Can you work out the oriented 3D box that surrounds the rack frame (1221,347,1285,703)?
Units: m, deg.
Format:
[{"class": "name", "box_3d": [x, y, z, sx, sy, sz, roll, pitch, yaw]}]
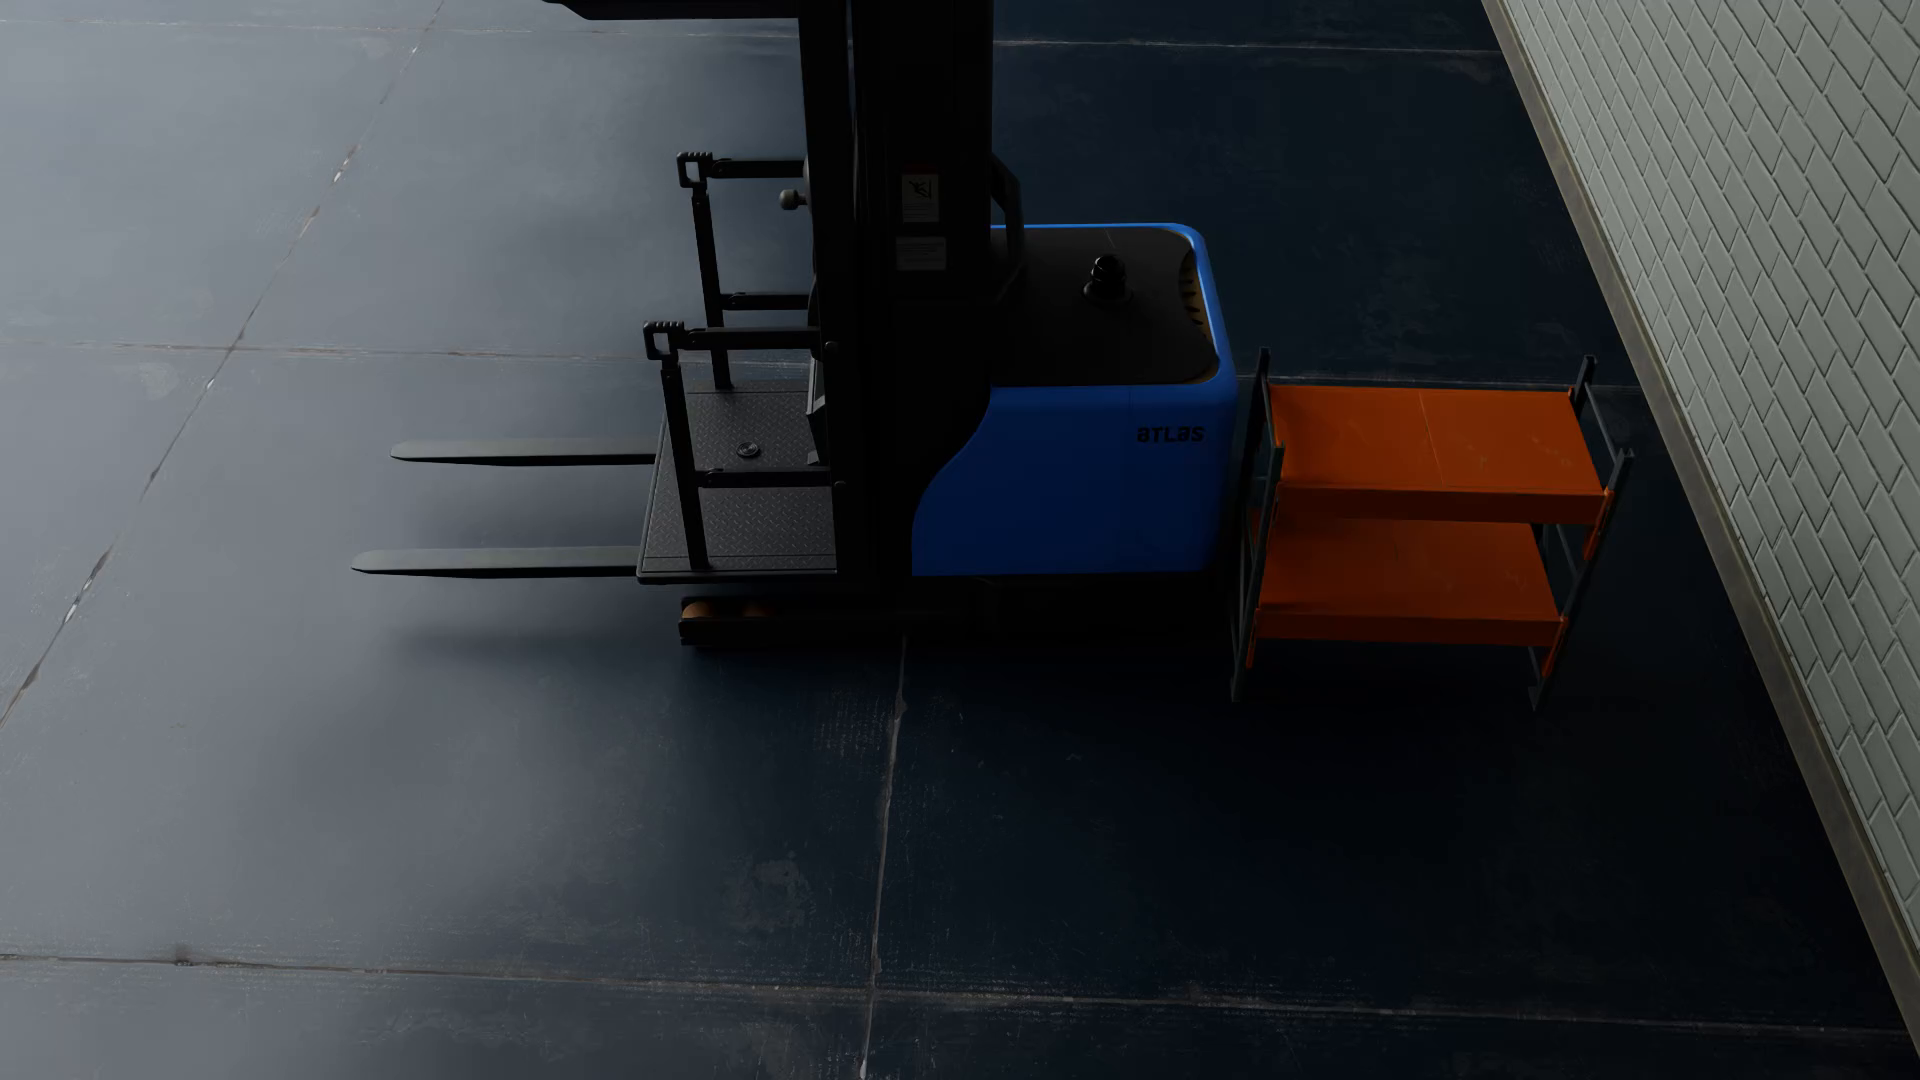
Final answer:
[{"class": "rack frame", "box_3d": [0.952, -0.029, 5.456, 0.032, 1.125, 0.500, 2, 43, 2]}]

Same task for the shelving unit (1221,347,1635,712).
[{"class": "shelving unit", "box_3d": [1.460, -0.014, 5.440, 1.048, 1.125, 0.538, 2, 43, 2]}]

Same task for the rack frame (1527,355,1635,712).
[{"class": "rack frame", "box_3d": [1.968, 0.000, 5.425, 0.032, 1.125, 0.500, 2, 43, 2]}]

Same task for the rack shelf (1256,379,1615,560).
[{"class": "rack shelf", "box_3d": [1.460, -0.229, 5.241, 1.000, 0.278, 0.538, 2, 43, 2]}]

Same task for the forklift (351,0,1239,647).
[{"class": "forklift", "box_3d": [-0.628, -1.063, 5.240, 3.031, 2.935, 1.130, -1, 43, -1]}]

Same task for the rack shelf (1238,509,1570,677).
[{"class": "rack shelf", "box_3d": [1.460, 0.164, 5.607, 1.000, 0.278, 0.538, 2, 43, 2]}]
